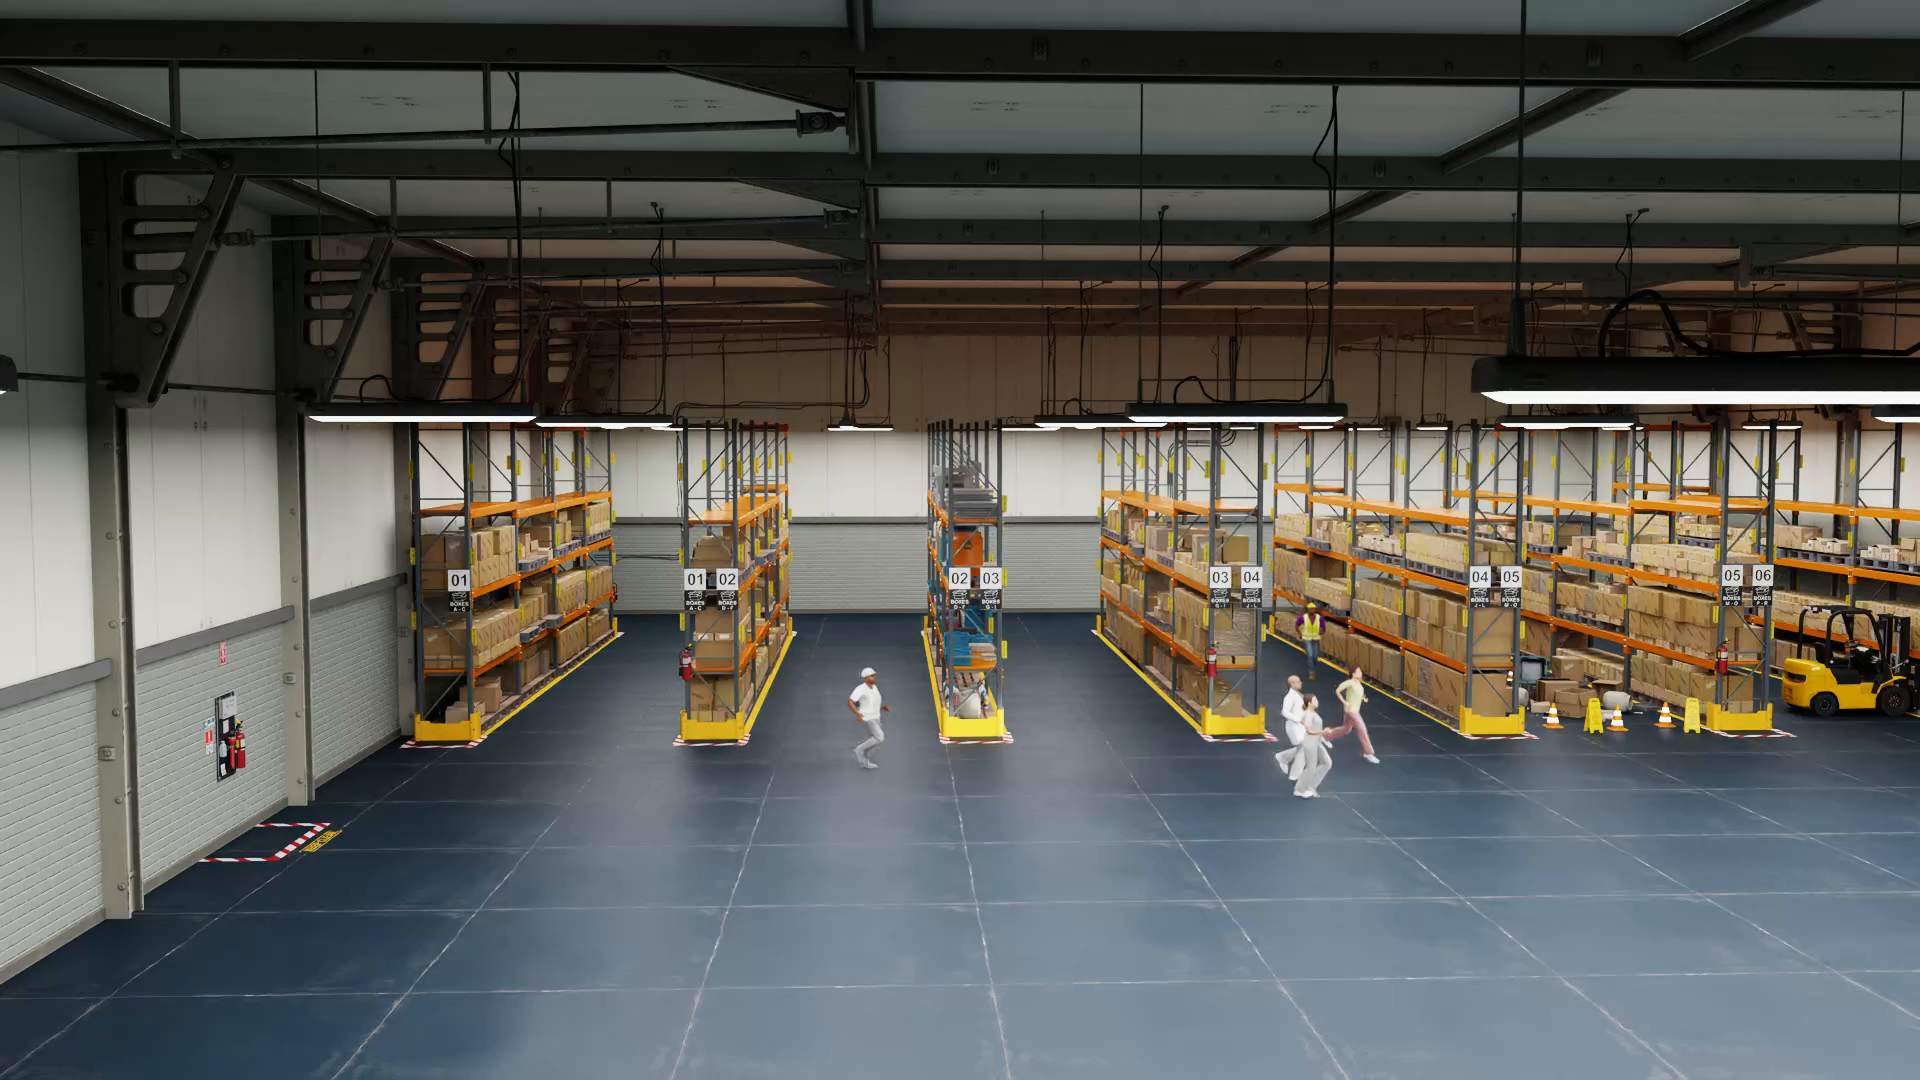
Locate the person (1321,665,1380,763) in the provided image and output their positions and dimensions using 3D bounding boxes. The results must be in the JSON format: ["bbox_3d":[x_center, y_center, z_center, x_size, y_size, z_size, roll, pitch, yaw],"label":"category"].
[{"bbox_3d":[6.855,3.031,29.234,1.115,1.691,0.534,2,4,25],"label":"person"}]

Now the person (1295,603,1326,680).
[{"bbox_3d":[8.210,2.349,38.889,0.701,1.769,0.827,0,4,0],"label":"person"}]

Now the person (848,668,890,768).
[{"bbox_3d":[-1.500,3.040,28.372,0.578,1.717,0.705,2,4,25],"label":"person"}]

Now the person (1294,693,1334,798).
[{"bbox_3d":[5.549,3.233,26.020,0.628,1.654,0.547,2,4,25],"label":"person"}]

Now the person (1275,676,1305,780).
[{"bbox_3d":[5.517,3.097,27.450,0.668,1.724,0.707,2,4,25],"label":"person"}]
